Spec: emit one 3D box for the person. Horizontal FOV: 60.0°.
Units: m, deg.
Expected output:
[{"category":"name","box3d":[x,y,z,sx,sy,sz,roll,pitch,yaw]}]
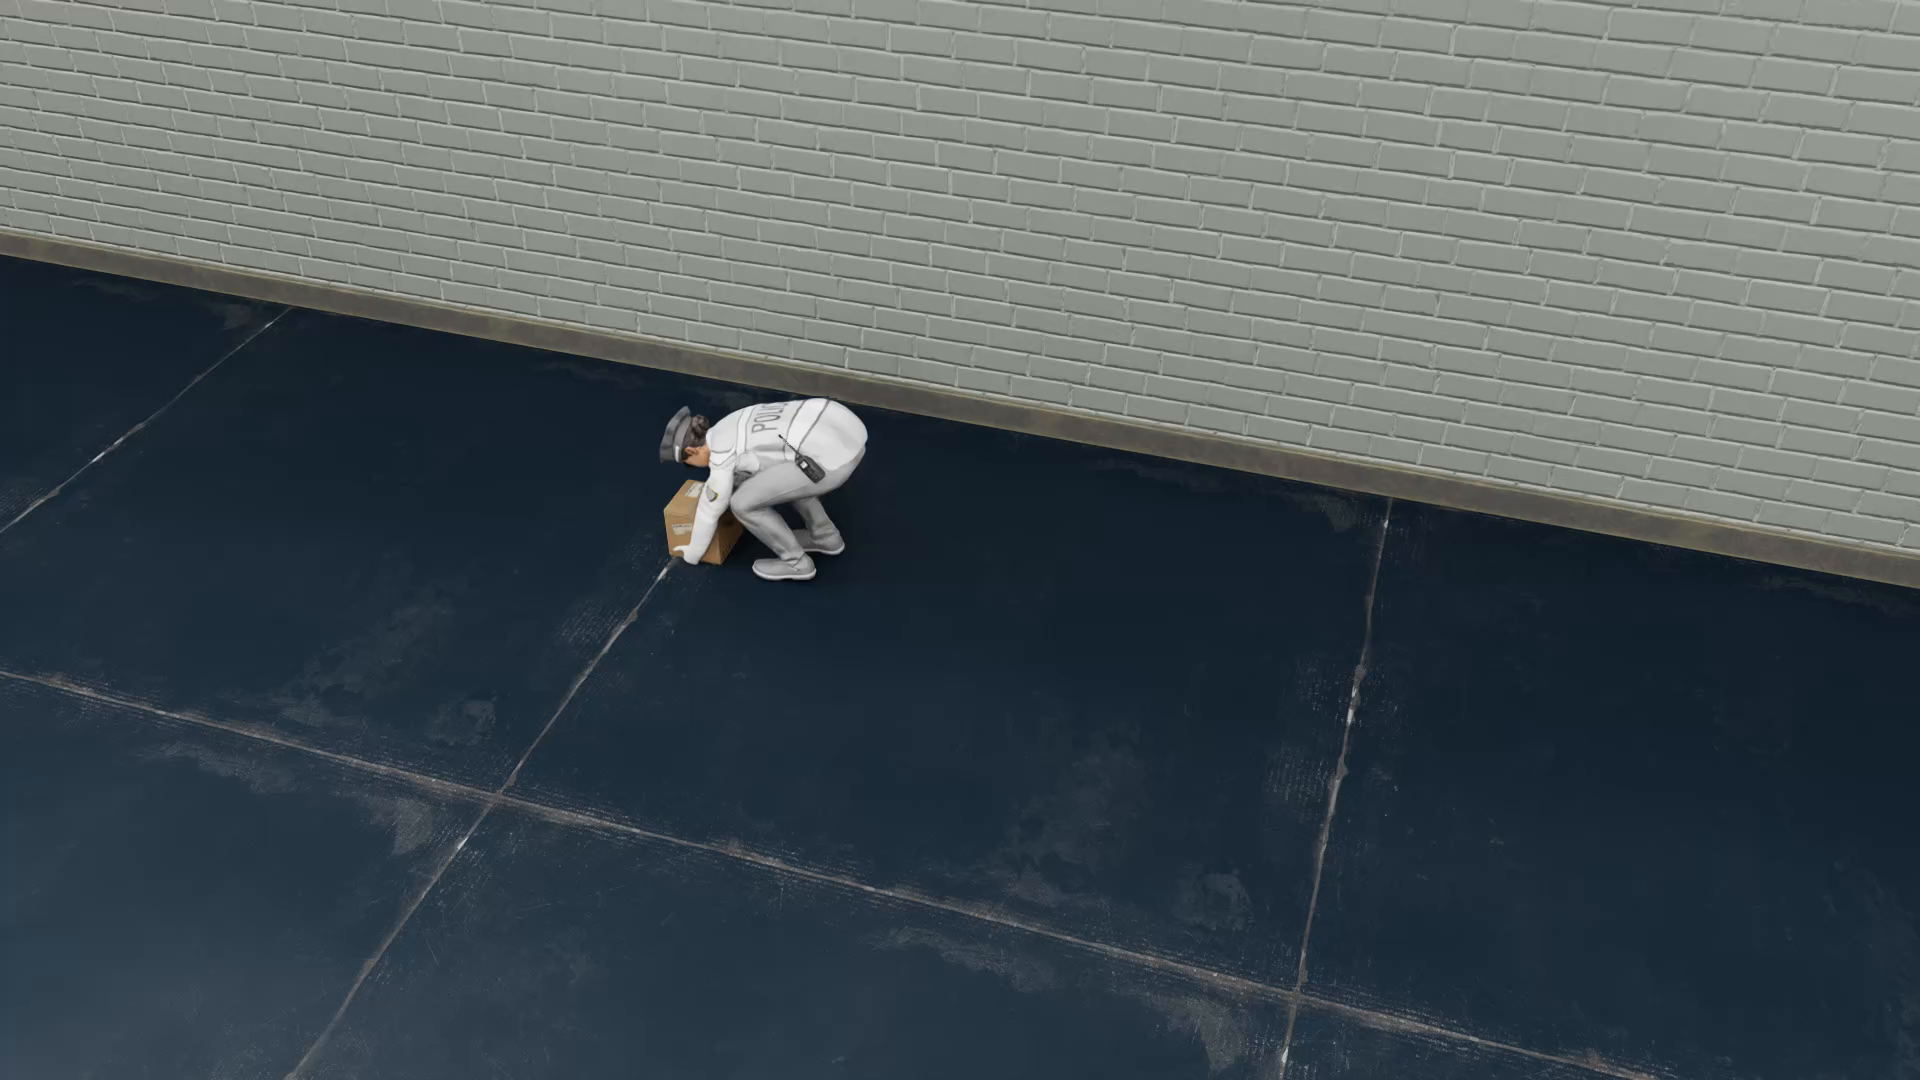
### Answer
[{"category":"person","box3d":[-0.841,-0.237,7.187,0.897,0.823,0.454,9,38,12]}]
